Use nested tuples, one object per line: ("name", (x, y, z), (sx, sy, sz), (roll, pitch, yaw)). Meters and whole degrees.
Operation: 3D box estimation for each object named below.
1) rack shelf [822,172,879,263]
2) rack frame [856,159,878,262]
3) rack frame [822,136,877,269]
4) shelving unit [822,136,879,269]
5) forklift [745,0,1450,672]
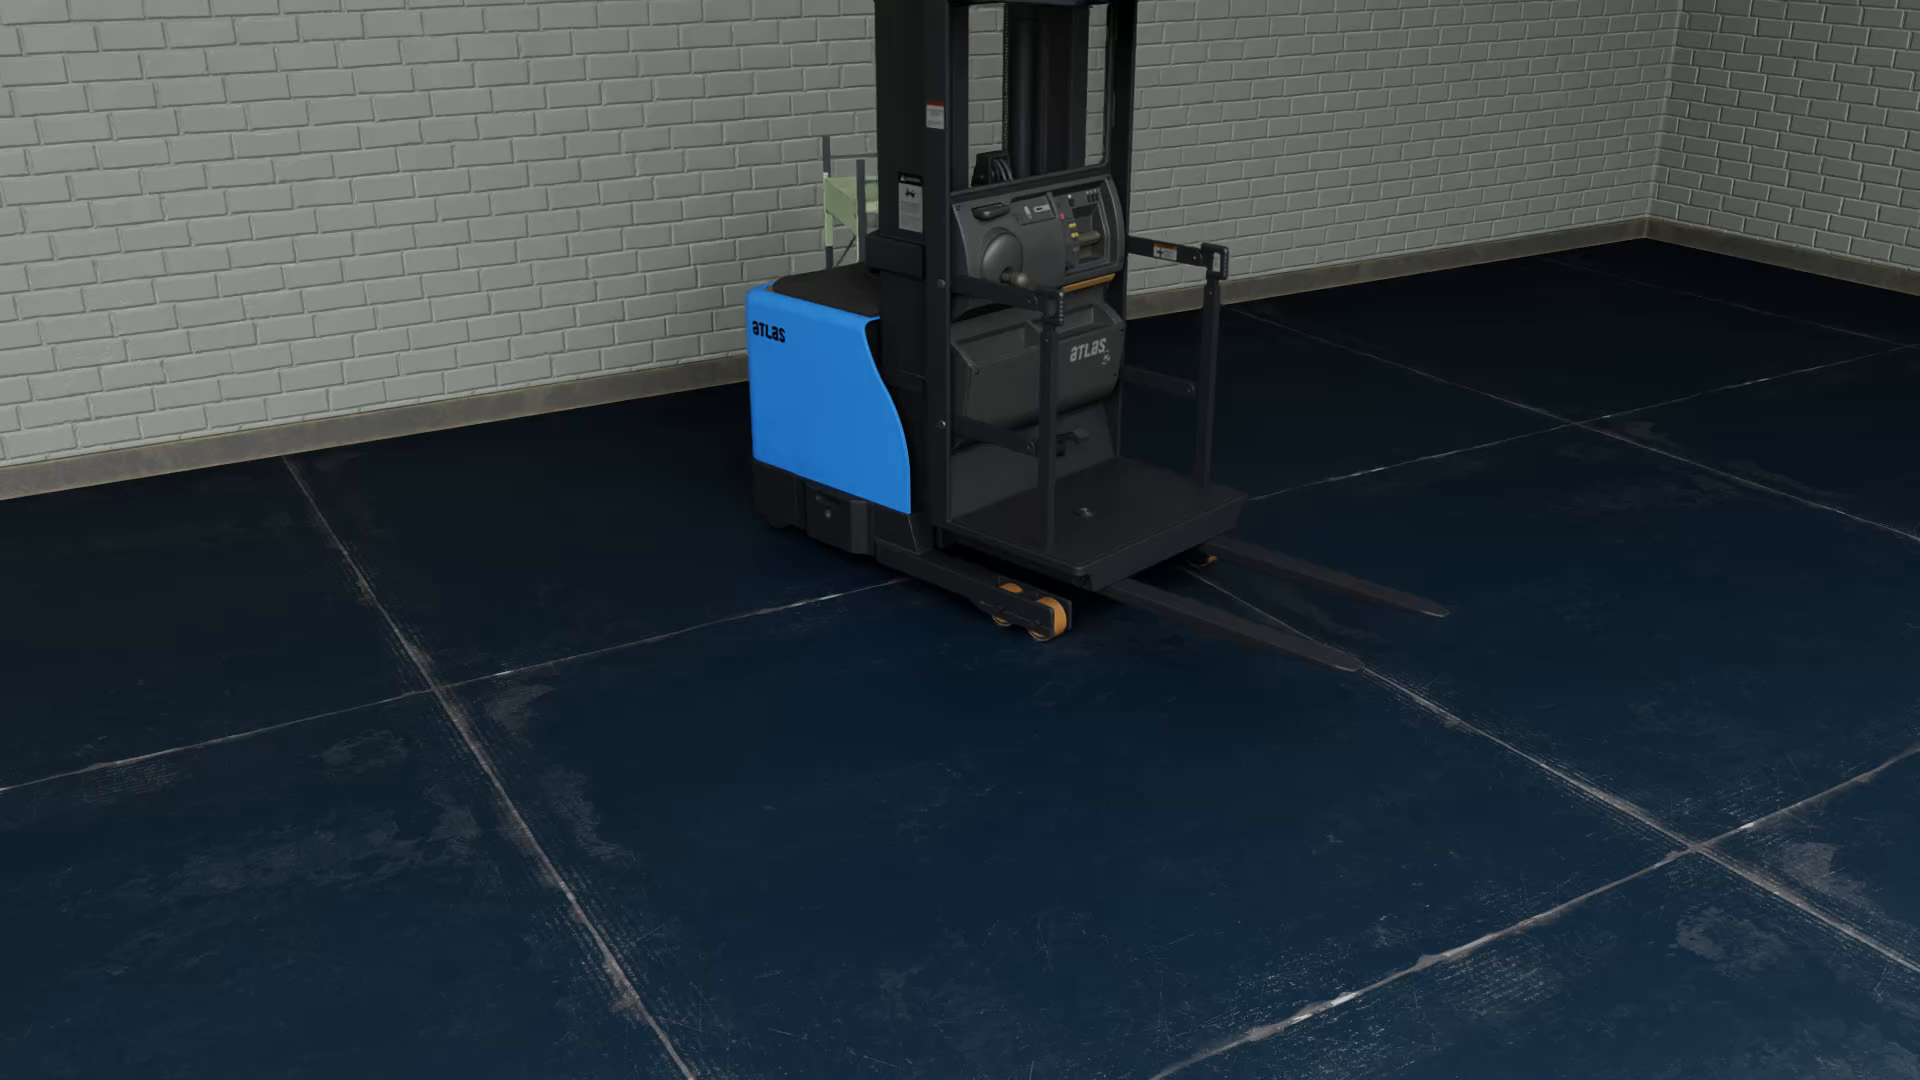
("rack shelf", (-0.386, -1.560, 8.121), (0.431, 0.370, 0.720), (-6, 23, -15))
("rack frame", (-0.280, -1.066, 7.943), (0.400, 1.500, 0.023), (-6, 23, -15))
("rack frame", (-0.491, -1.330, 8.592), (0.400, 1.500, 0.023), (-6, 23, -15))
("shelving unit", (-0.385, -1.198, 8.268), (0.431, 1.500, 0.755), (-6, 23, -15))
("forklift", (0.471, -1.193, 6.353), (3.031, 2.935, 1.130), (20, 29, 40))
